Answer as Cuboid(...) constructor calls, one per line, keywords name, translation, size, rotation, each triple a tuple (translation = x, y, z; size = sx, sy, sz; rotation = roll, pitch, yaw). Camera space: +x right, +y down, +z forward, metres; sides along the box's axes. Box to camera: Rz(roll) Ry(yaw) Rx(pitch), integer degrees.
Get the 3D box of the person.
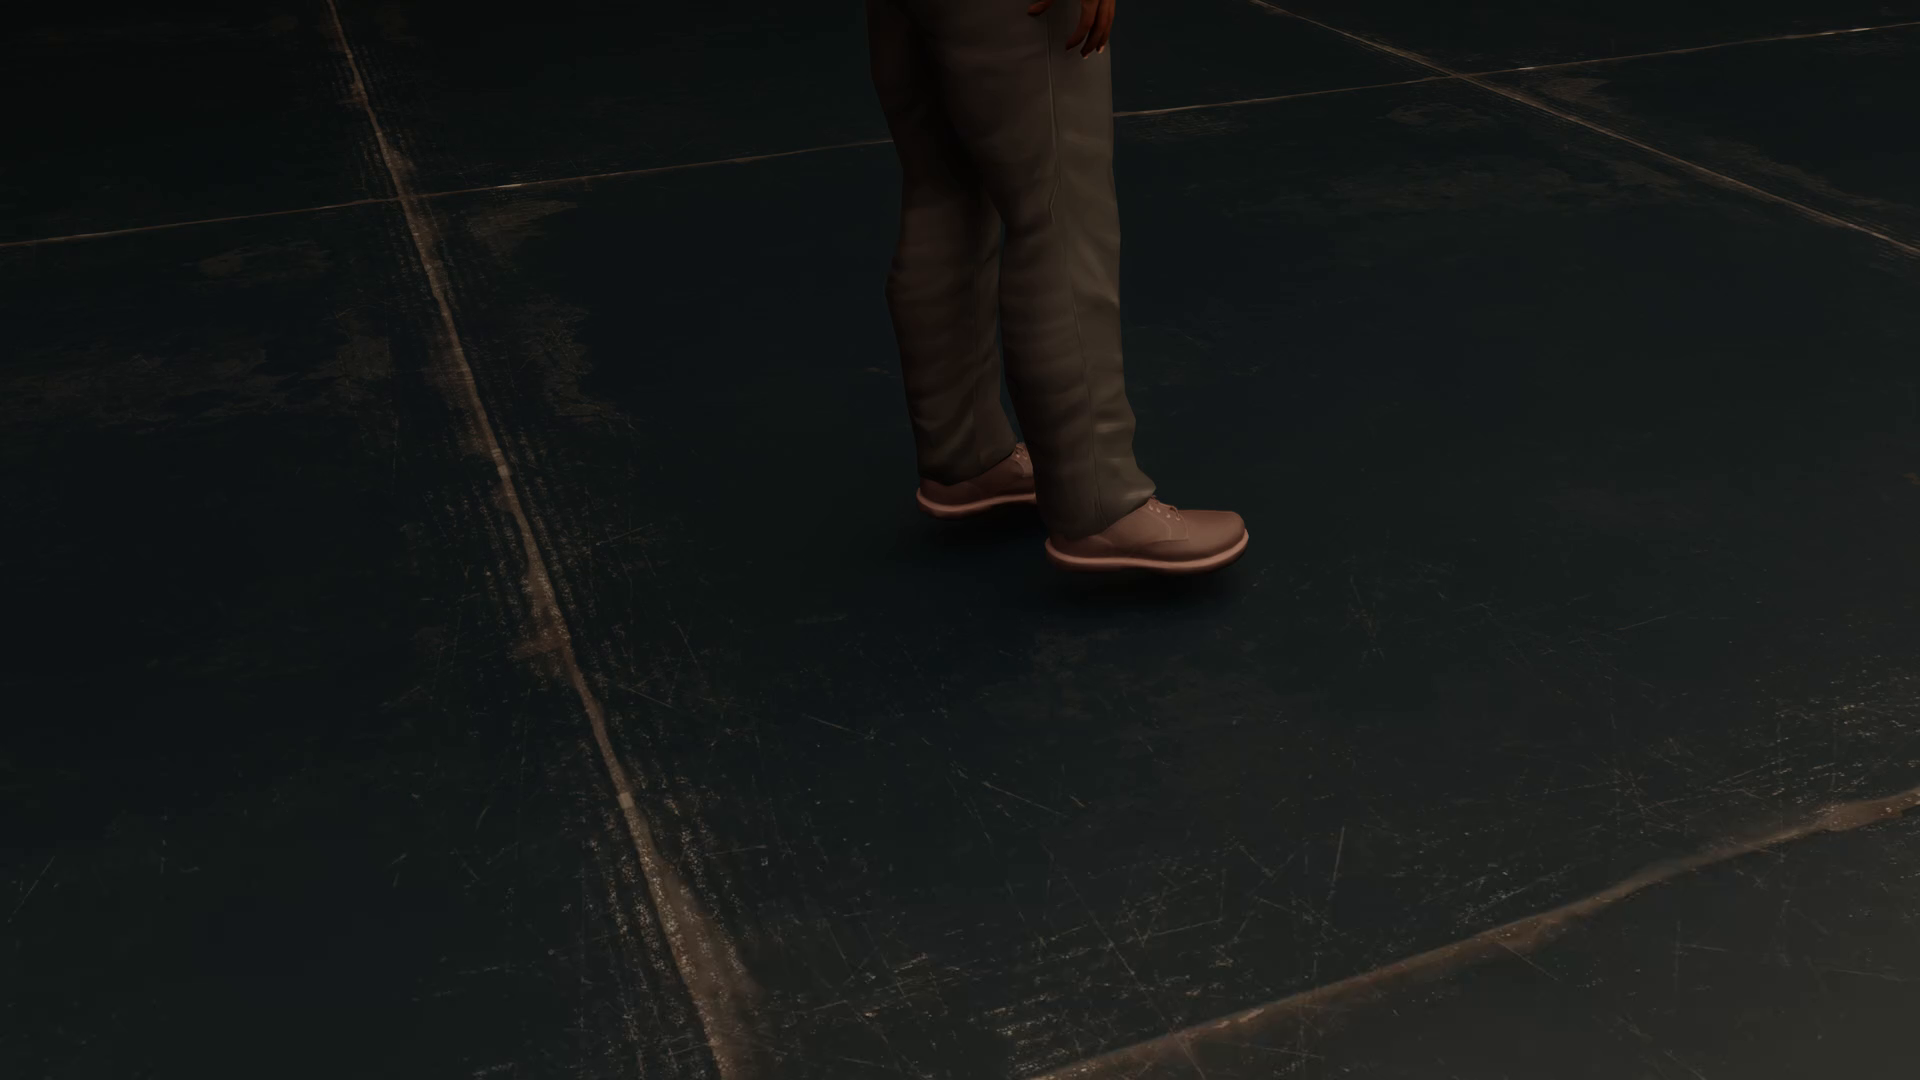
Cuboid(name="person", translation=(0.089, -0.768, 2.080), size=(0.503, 1.656, 0.569), rotation=(-11, 32, -19))
